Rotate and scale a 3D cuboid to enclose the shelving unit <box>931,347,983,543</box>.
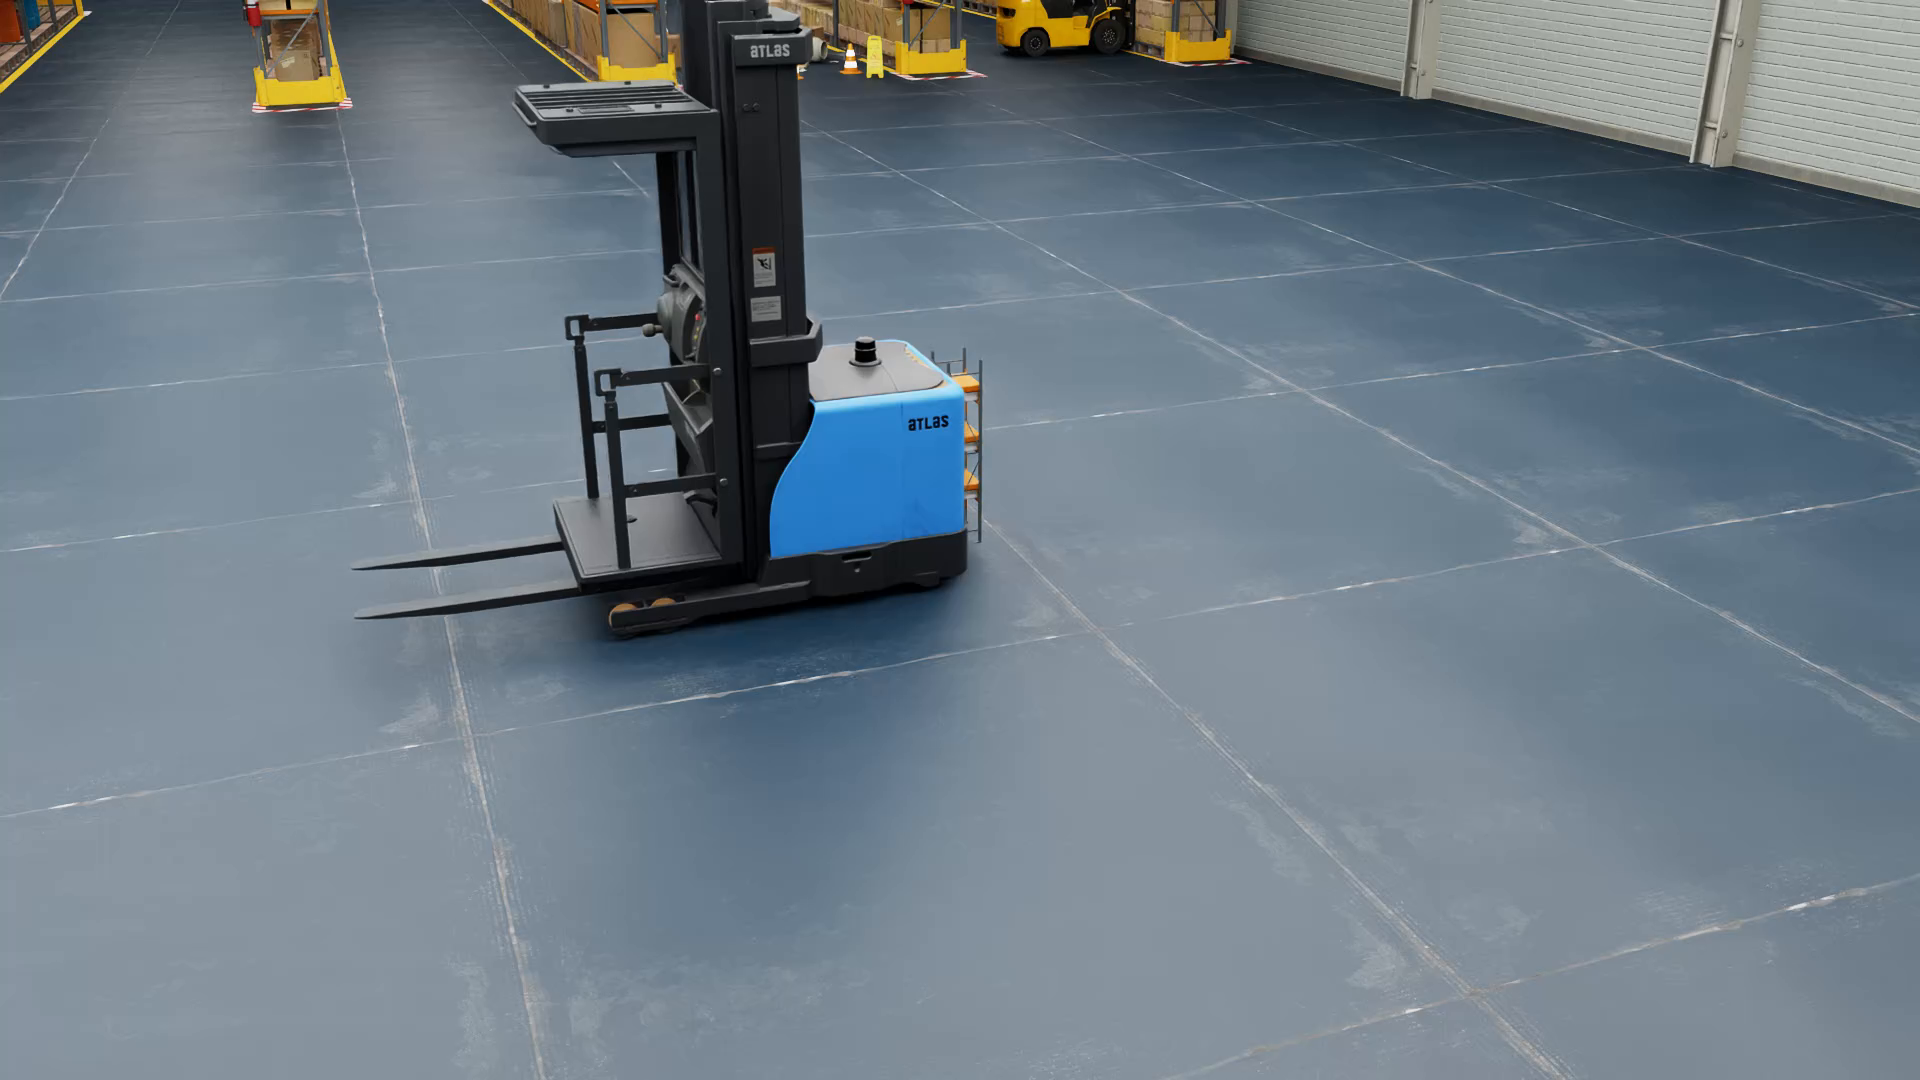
[{"bbox_3d":[-0.019,-0.503,9.092,0.215,1.050,0.252,-8,24,-19],"label":"shelving unit"}]

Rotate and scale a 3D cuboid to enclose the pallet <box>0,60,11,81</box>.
[{"bbox_3d":[-16.089,-7.611,27.036,1.003,0.211,1.213,-8,24,-19],"label":"pallet"}]

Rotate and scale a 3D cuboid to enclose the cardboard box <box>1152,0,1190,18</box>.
[{"bbox_3d":[3.730,-9.396,29.393,0.500,0.250,0.500,-8,24,-17],"label":"cardboard box"}]

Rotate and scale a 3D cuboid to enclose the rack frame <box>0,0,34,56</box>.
[{"bbox_3d":[-17.188,-10.069,29.278,1.000,3.000,0.127,-8,24,-19],"label":"rack frame"}]

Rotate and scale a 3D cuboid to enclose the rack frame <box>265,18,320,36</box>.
[{"bbox_3d":[-12.555,-10.749,30.890,1.000,3.000,0.127,-8,24,-19],"label":"rack frame"}]

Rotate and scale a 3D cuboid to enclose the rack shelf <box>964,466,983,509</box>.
[{"bbox_3d":[-0.019,-0.237,9.204,0.215,0.259,0.240,-8,24,-19],"label":"rack shelf"}]

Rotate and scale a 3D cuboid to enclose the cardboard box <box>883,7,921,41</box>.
[{"bbox_3d":[-0.984,-8.729,28.132,0.500,0.500,0.500,-8,24,-19],"label":"cardboard box"}]

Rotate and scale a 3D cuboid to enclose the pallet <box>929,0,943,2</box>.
[{"bbox_3d":[-0.296,-13.209,40.318,1.003,0.211,1.213,-8,24,-19],"label":"pallet"}]

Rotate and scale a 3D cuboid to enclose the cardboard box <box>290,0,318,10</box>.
[{"bbox_3d":[-9.606,-7.863,24.366,0.380,0.149,0.250,-8,24,-19],"label":"cardboard box"}]

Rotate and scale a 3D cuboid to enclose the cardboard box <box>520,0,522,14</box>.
[{"bbox_3d":[-8.893,-11.202,34.644,0.500,0.500,0.500,-8,24,-18],"label":"cardboard box"}]

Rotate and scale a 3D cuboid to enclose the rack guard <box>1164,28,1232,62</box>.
[{"bbox_3d":[4.193,-8.724,29.304,1.175,0.500,0.348,-8,24,-19],"label":"rack guard"}]

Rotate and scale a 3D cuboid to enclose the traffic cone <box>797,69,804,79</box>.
[{"bbox_3d":[-2.734,-7.736,27.009,0.336,0.463,0.334,-8,24,-19],"label":"traffic cone"}]

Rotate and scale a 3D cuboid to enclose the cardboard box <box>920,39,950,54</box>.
[{"bbox_3d":[-0.484,-8.459,28.458,0.500,0.250,0.500,-9,24,-19],"label":"cardboard box"}]

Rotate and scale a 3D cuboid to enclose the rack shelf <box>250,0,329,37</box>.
[{"bbox_3d":[-10.435,-8.237,25.858,1.077,0.370,4.000,-8,24,-19],"label":"rack shelf"}]

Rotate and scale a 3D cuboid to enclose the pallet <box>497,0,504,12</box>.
[{"bbox_3d":[-9.997,-12.244,38.029,1.003,0.211,1.213,-8,24,-19],"label":"pallet"}]

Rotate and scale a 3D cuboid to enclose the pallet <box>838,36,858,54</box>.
[{"bbox_3d":[-1.600,-9.131,30.642,1.003,0.211,1.213,-8,24,-19],"label":"pallet"}]

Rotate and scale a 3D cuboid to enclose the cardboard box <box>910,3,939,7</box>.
[{"bbox_3d":[-0.681,-9.003,28.782,0.500,0.500,0.500,-9,25,-21],"label":"cardboard box"}]

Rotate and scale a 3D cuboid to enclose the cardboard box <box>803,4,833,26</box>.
[{"bbox_3d":[-2.563,-10.341,32.766,0.950,0.372,0.625,-8,24,-17],"label":"cardboard box"}]

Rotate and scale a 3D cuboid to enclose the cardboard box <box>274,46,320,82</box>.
[{"bbox_3d":[-9.933,-7.113,24.942,0.500,0.500,0.500,-4,23,-9],"label":"cardboard box"}]

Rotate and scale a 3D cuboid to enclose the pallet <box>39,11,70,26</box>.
[{"bbox_3d":[-19.332,-10.944,34.943,1.003,0.211,1.213,-8,24,-19],"label":"pallet"}]

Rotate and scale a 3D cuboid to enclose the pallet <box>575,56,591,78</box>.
[{"bbox_3d":[-5.835,-7.923,27.777,1.003,0.211,1.213,-8,24,-19],"label":"pallet"}]

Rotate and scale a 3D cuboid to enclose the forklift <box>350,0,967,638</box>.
[{"bbox_3d":[-1.537,-1.102,8.091,3.031,2.935,1.130,-8,24,-18],"label":"forklift"}]

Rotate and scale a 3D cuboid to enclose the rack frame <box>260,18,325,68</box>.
[{"bbox_3d":[-11.142,-9.295,27.442,1.000,3.000,0.127,-8,24,-19],"label":"rack frame"}]

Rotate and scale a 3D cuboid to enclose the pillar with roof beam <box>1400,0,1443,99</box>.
[{"bbox_3d":[2.874,-10.254,21.993,9.100,9.000,0.400,-8,24,-19],"label":"pillar with roof beam"}]

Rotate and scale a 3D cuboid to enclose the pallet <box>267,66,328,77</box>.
[{"bbox_3d":[-10.436,-7.327,26.363,1.003,0.211,1.213,-8,24,-19],"label":"pallet"}]

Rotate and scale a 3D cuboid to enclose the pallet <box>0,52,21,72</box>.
[{"bbox_3d":[-16.524,-8.055,28.089,1.003,0.211,1.213,-8,24,-19],"label":"pallet"}]

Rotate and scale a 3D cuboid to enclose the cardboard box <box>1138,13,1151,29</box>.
[{"bbox_3d":[3.553,-9.359,29.948,0.500,0.250,0.500,-9,24,-20],"label":"cardboard box"}]

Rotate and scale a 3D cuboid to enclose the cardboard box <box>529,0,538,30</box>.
[{"bbox_3d":[-7.748,-10.316,32.219,1.050,0.750,0.750,-9,24,-20],"label":"cardboard box"}]

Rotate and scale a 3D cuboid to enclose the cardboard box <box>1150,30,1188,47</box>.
[{"bbox_3d":[3.723,-8.938,29.594,0.500,0.250,0.500,-8,24,-19],"label":"cardboard box"}]

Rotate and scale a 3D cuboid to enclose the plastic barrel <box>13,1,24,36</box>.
[{"bbox_3d":[-17.776,-9.737,31.055,0.600,0.588,0.708,-8,24,-19],"label":"plastic barrel"}]

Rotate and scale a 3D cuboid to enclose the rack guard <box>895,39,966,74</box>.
[{"bbox_3d":[-0.484,-8.077,27.771,1.175,0.500,0.348,-8,24,-19],"label":"rack guard"}]

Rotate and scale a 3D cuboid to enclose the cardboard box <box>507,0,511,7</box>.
[{"bbox_3d":[-9.749,-11.822,36.566,0.380,0.149,0.250,-8,24,-18],"label":"cardboard box"}]

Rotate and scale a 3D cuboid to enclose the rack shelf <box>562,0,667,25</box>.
[{"bbox_3d":[-5.759,-8.881,27.385,1.077,0.370,4.000,-8,24,-19],"label":"rack shelf"}]

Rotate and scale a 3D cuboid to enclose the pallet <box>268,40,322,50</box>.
[{"bbox_3d":[-11.853,-8.737,29.708,1.003,0.211,1.213,-8,24,-19],"label":"pallet"}]

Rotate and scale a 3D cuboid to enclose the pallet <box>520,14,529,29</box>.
[{"bbox_3d":[-8.581,-10.834,34.684,1.003,0.211,1.213,-8,24,-19],"label":"pallet"}]

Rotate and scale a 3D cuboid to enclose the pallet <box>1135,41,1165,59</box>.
[{"bbox_3d":[3.876,-8.871,30.026,1.003,0.211,1.213,-8,24,-19],"label":"pallet"}]

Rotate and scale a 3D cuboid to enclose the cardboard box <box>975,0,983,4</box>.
[{"bbox_3d":[0.654,-12.330,37.319,0.500,0.500,0.500,-7,24,-17],"label":"cardboard box"}]

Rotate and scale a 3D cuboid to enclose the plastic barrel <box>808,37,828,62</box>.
[{"bbox_3d":[-2.603,-8.557,29.008,0.512,0.421,0.421,8,24,18],"label":"plastic barrel"}]

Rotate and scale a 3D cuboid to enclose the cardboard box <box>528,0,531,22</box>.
[{"bbox_3d":[-8.356,-10.638,33.304,0.500,0.500,0.500,-8,24,-19],"label":"cardboard box"}]

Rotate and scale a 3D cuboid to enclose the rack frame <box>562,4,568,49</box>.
[{"bbox_3d":[-6.466,-9.939,28.970,1.000,3.000,0.127,-8,24,-19],"label":"rack frame"}]

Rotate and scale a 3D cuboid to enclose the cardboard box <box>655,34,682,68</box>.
[{"bbox_3d":[-4.957,-8.365,28.450,0.500,0.500,0.500,-4,23,-10],"label":"cardboard box"}]

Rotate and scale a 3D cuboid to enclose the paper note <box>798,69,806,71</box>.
[{"bbox_3d":[-2.654,-7.904,27.963,0.148,0.019,0.142,-18,29,-37],"label":"paper note"}]

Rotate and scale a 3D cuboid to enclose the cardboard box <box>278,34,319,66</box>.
[{"bbox_3d":[-10.535,-7.764,26.487,0.500,0.500,0.500,-11,25,-24],"label":"cardboard box"}]

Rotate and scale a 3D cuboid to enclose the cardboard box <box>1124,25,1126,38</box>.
[{"bbox_3d":[3.184,-9.489,30.900,0.500,0.250,0.500,-8,24,-17],"label":"cardboard box"}]

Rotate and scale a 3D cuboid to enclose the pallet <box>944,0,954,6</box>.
[{"bbox_3d":[0.268,-12.669,39.037,1.003,0.211,1.213,-8,24,-19],"label":"pallet"}]

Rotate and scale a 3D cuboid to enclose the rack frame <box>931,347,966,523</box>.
[{"bbox_3d":[-0.062,-0.548,9.197,0.200,1.050,0.008,-8,24,-19],"label":"rack frame"}]

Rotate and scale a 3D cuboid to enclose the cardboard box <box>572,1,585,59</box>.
[{"bbox_3d":[-5.987,-8.589,27.960,0.875,0.875,0.875,-8,24,-19],"label":"cardboard box"}]

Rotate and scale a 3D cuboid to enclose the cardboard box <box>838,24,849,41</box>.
[{"bbox_3d":[-1.915,-9.330,30.524,0.500,0.250,0.500,-10,25,-21],"label":"cardboard box"}]

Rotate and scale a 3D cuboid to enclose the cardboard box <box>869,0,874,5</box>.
[{"bbox_3d":[-1.354,-9.340,28.747,0.380,0.149,0.250,-7,24,-17],"label":"cardboard box"}]

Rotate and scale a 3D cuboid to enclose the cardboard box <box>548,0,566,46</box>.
[{"bbox_3d":[-6.769,-9.309,29.831,1.050,0.750,0.750,-8,24,-19],"label":"cardboard box"}]

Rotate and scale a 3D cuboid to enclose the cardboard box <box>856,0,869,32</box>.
[{"bbox_3d":[-1.533,-9.294,29.473,0.500,0.500,0.500,-7,24,-16],"label":"cardboard box"}]

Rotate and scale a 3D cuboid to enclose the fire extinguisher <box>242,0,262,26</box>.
[{"bbox_3d":[-10.119,-7.702,23.760,0.296,0.674,0.183,-8,24,-19],"label":"fire extinguisher"}]

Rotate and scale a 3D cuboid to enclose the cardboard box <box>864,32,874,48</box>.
[{"bbox_3d":[-1.360,-8.764,29.180,0.500,0.250,0.500,-9,25,-21],"label":"cardboard box"}]

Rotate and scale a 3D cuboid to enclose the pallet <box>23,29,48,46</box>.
[{"bbox_3d":[-17.933,-9.508,31.536,1.003,0.211,1.213,-8,24,-19],"label":"pallet"}]

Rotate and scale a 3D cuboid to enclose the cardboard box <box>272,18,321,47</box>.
[{"bbox_3d":[-11.687,-8.951,29.278,0.700,0.500,0.500,-11,25,-24],"label":"cardboard box"}]
